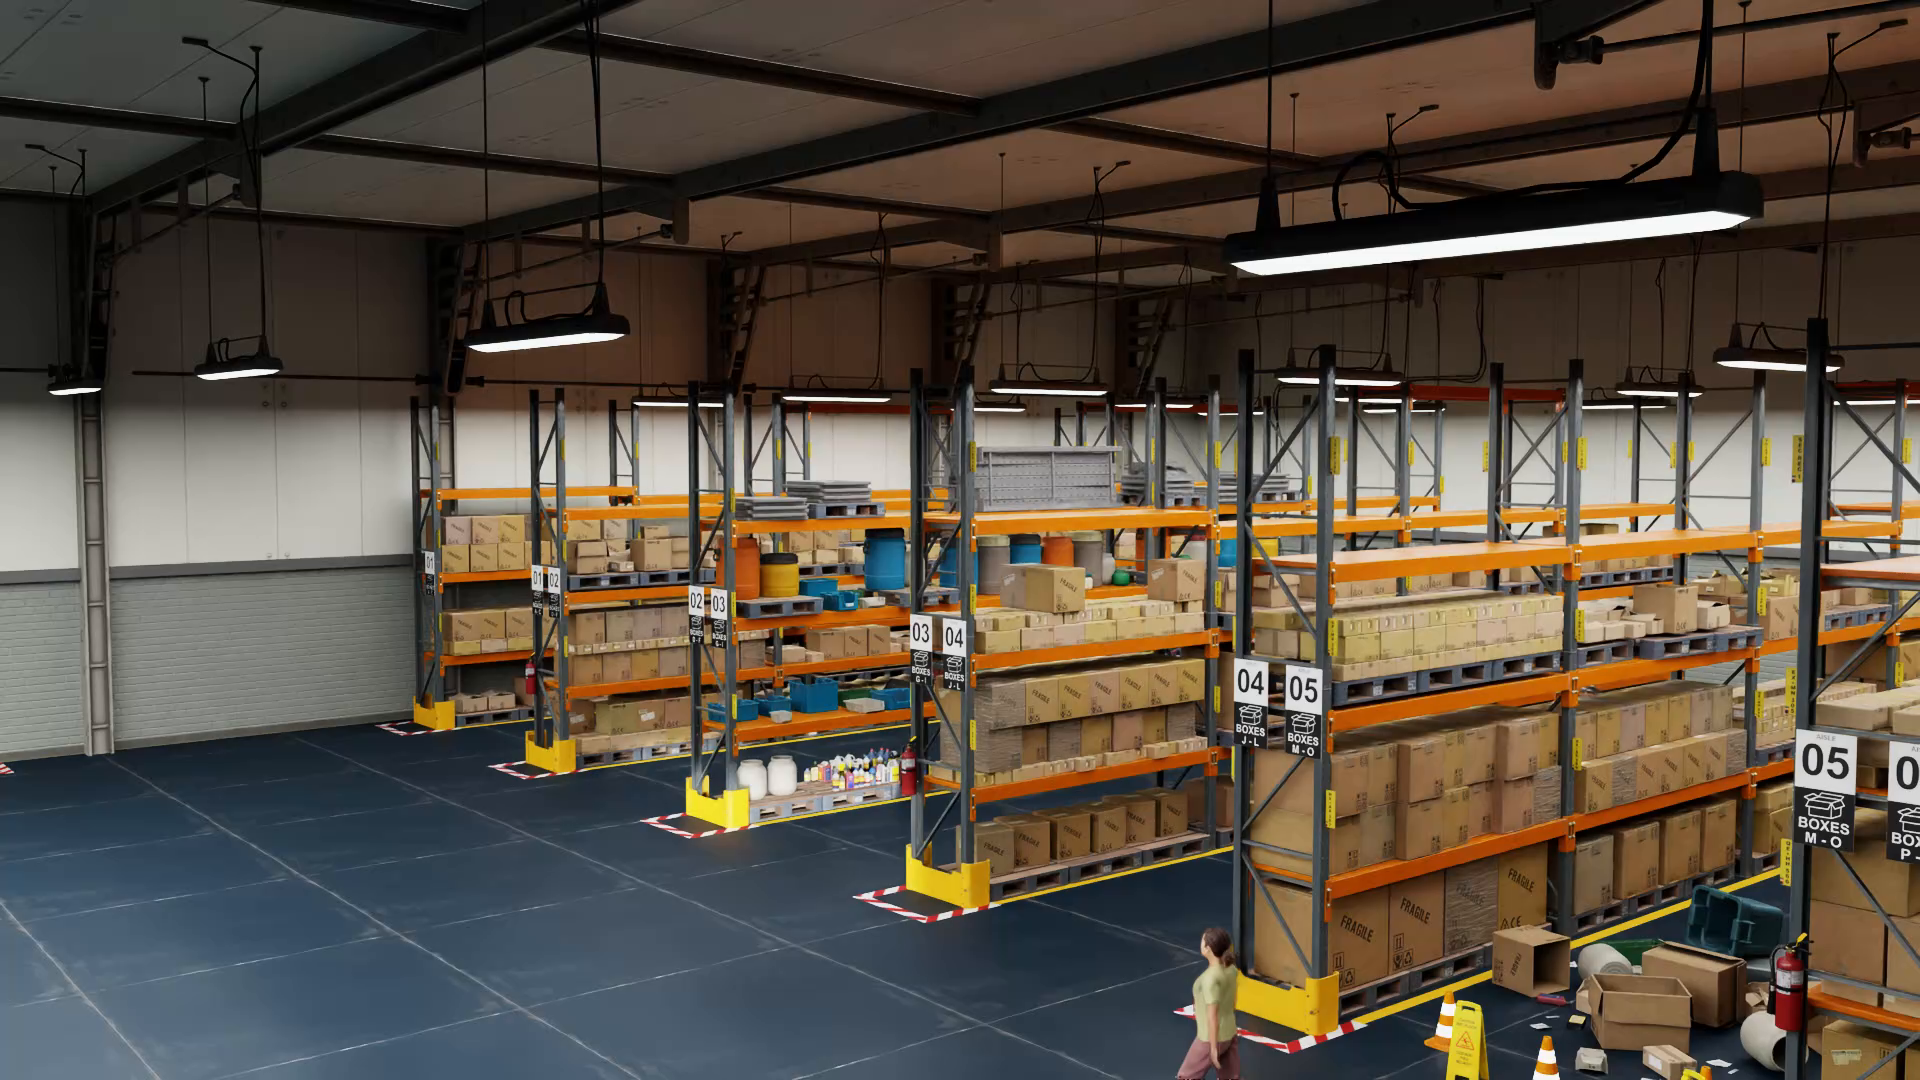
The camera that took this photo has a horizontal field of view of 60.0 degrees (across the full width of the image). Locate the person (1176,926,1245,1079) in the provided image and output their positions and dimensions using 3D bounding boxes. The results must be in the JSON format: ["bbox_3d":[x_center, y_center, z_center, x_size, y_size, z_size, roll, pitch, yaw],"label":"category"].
[{"bbox_3d":[1.905,3.623,12.075,0.957,1.629,0.446,2,4,25],"label":"person"}]

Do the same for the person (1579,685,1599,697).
[{"bbox_3d":[9.159,2.887,24.410,1.039,1.621,0.576,-3,4,-41],"label":"person"}]
